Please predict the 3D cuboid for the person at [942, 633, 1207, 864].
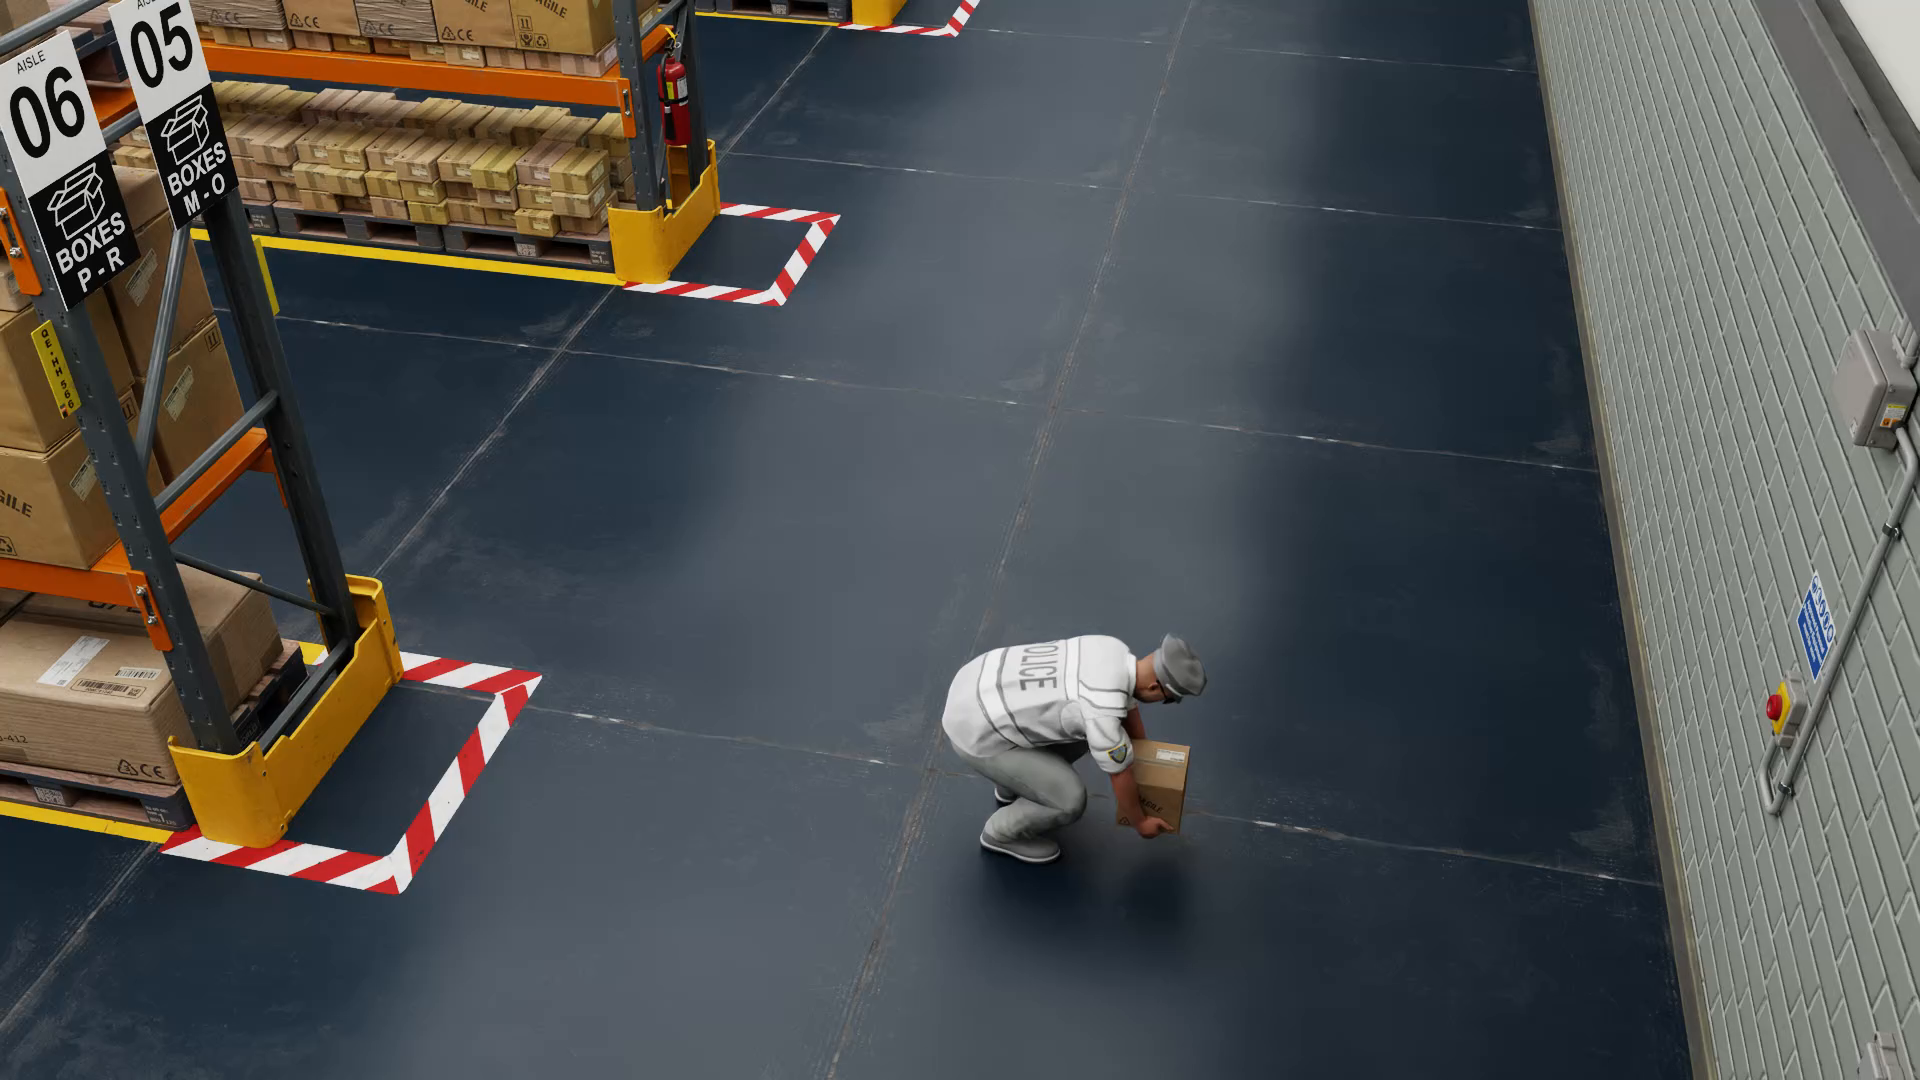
[{"bbox_3d":[0.439,0.775,6.531,0.996,1.020,0.495,6,37,8],"label":"person"}]
